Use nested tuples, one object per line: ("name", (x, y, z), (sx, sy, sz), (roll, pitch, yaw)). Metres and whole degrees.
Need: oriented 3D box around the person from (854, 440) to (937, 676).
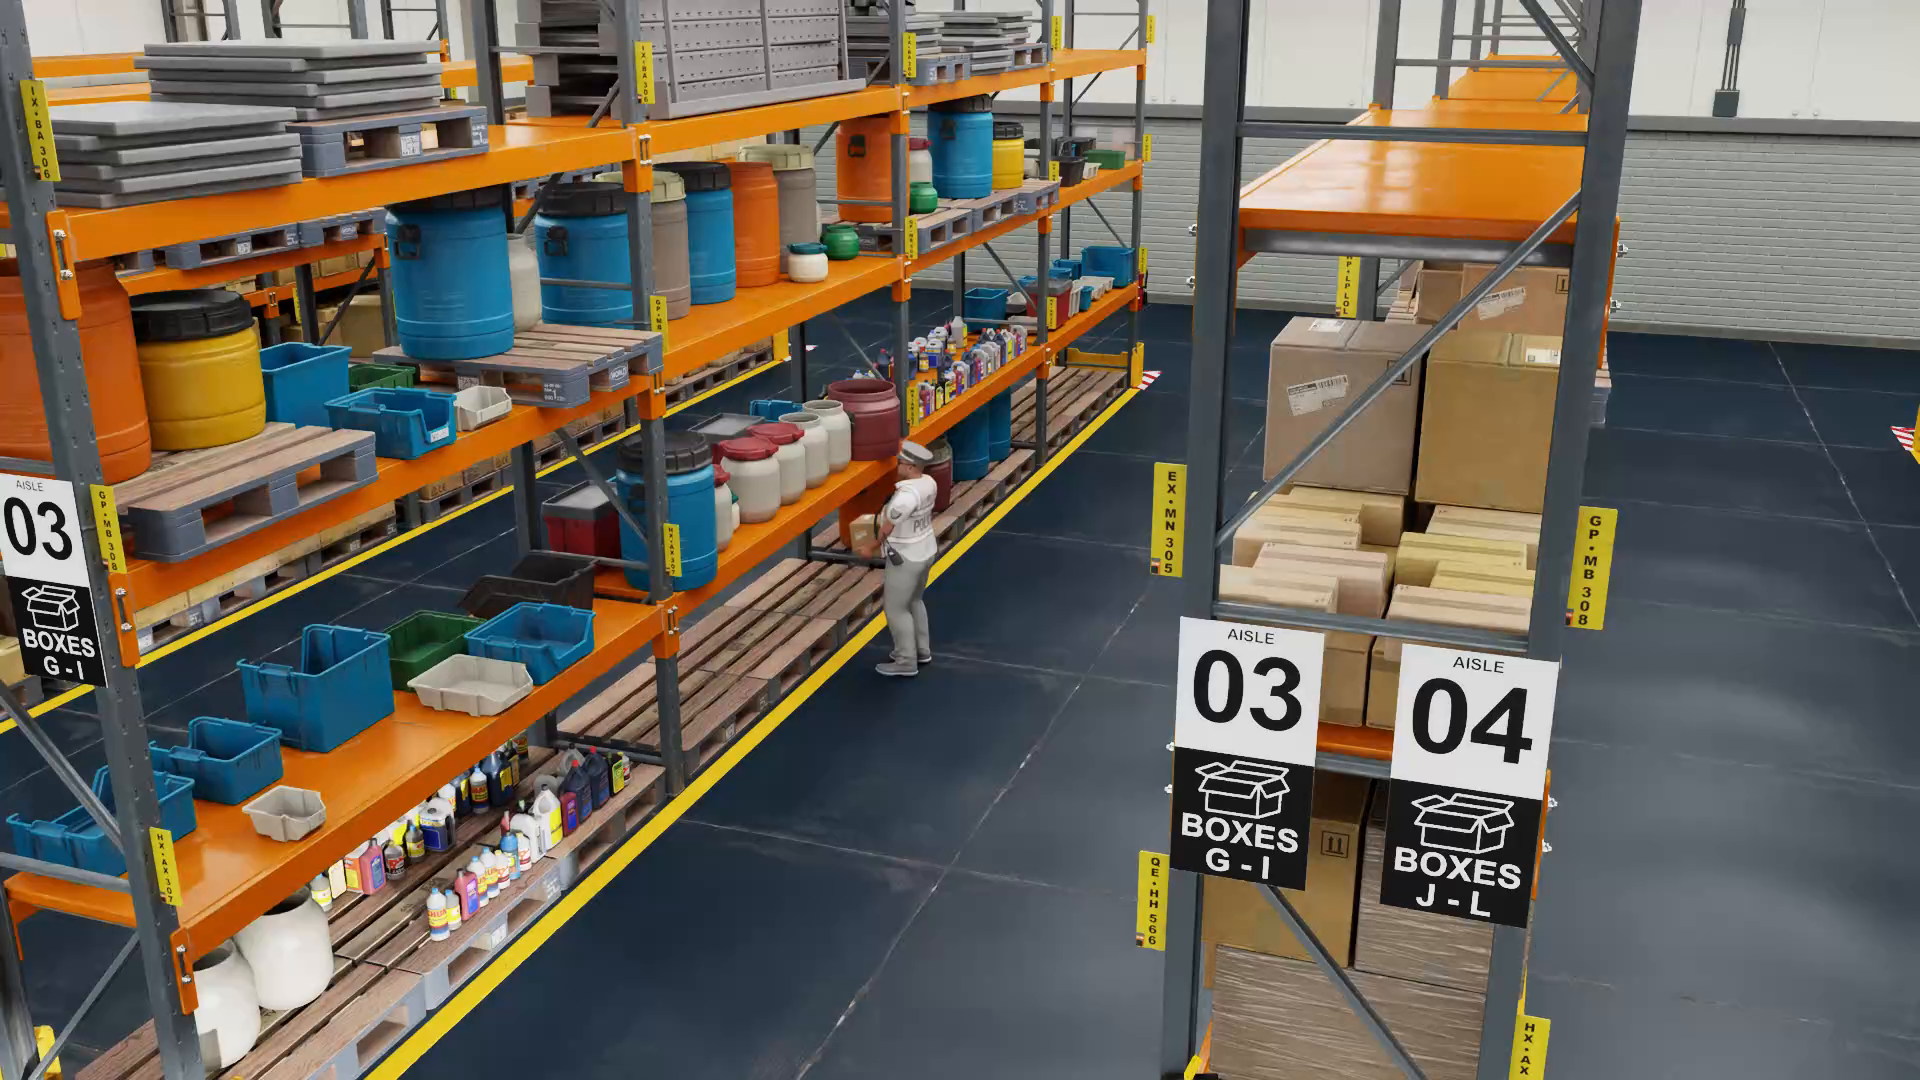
("person", (-0.465, 0.114, 12.185), (0.567, 1.766, 0.494), (7, 20, 19))
